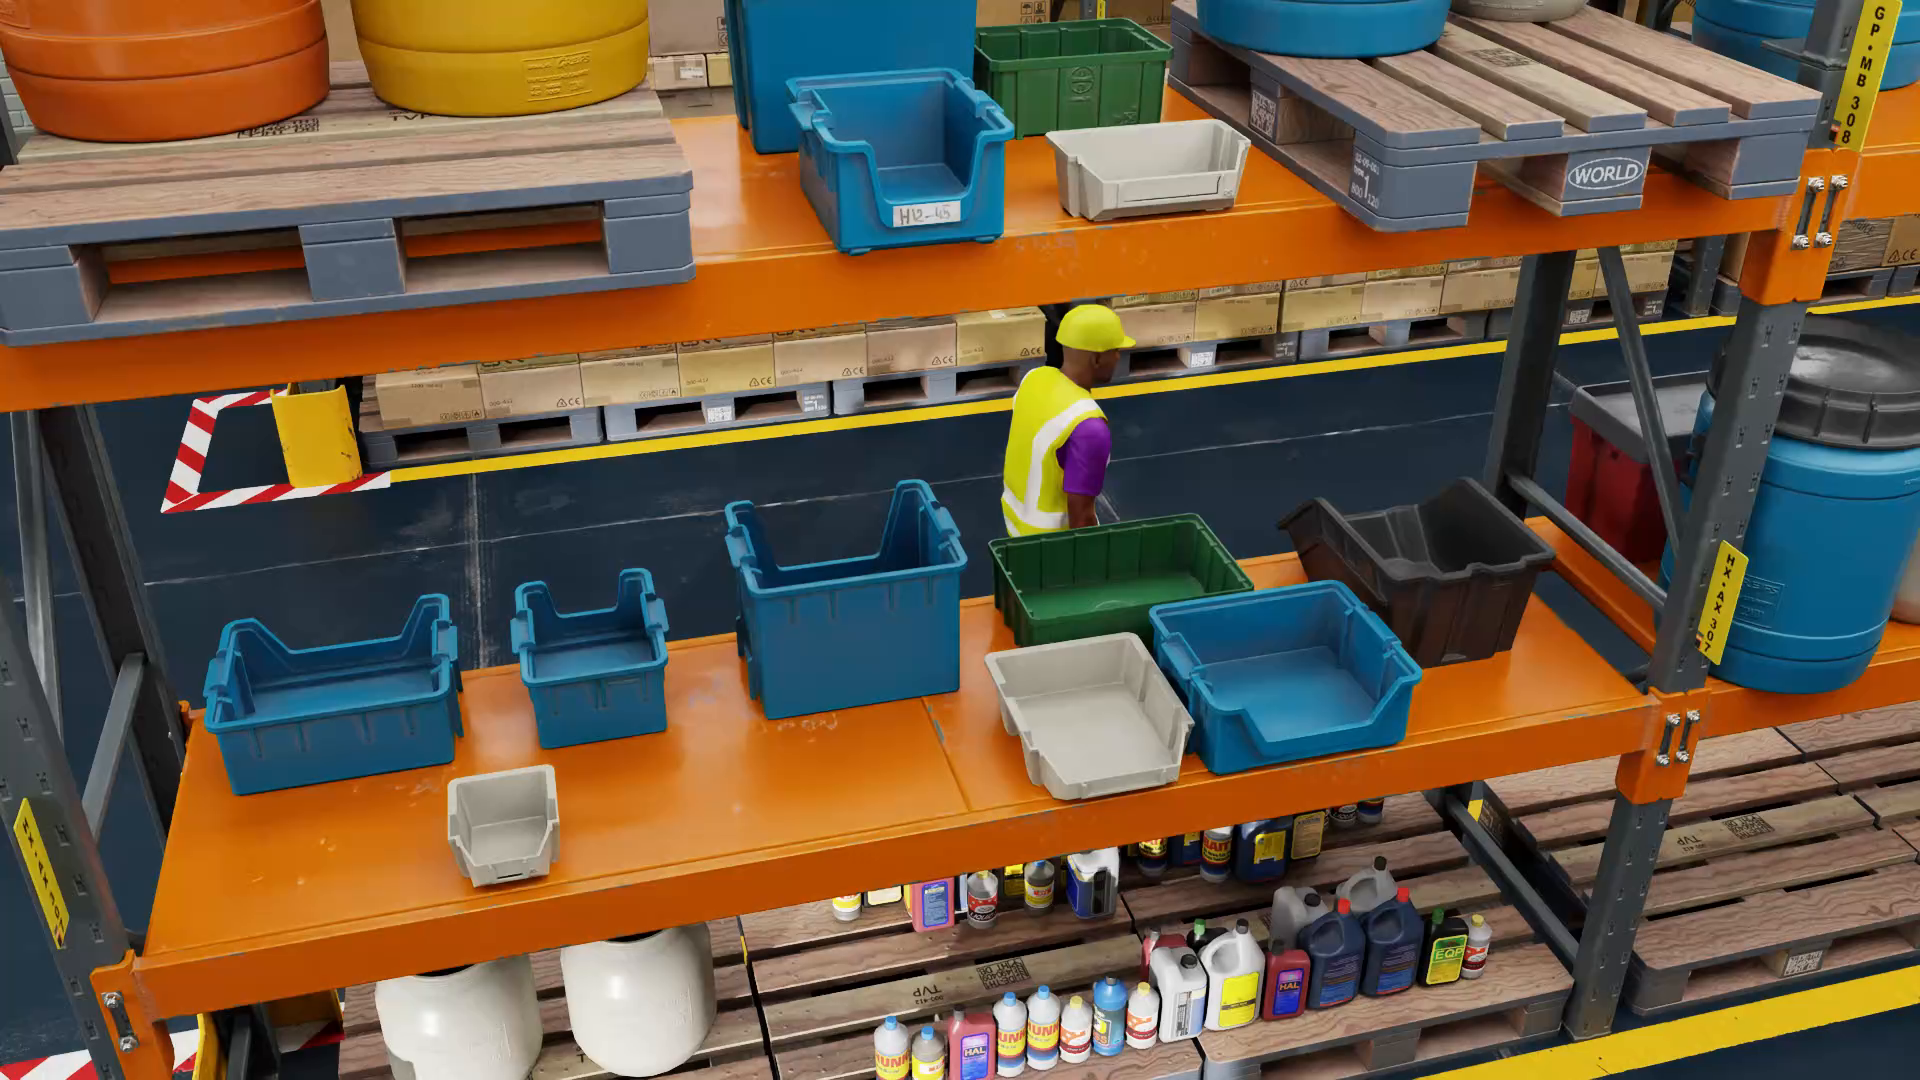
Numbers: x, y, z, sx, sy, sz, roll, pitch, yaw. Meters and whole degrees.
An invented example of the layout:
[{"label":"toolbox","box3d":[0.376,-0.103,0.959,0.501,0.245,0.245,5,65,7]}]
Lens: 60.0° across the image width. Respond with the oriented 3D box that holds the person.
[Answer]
[{"label":"person","box3d":[0.402,-0.030,6.165,0.463,1.759,0.626,-9,31,-15]}]
